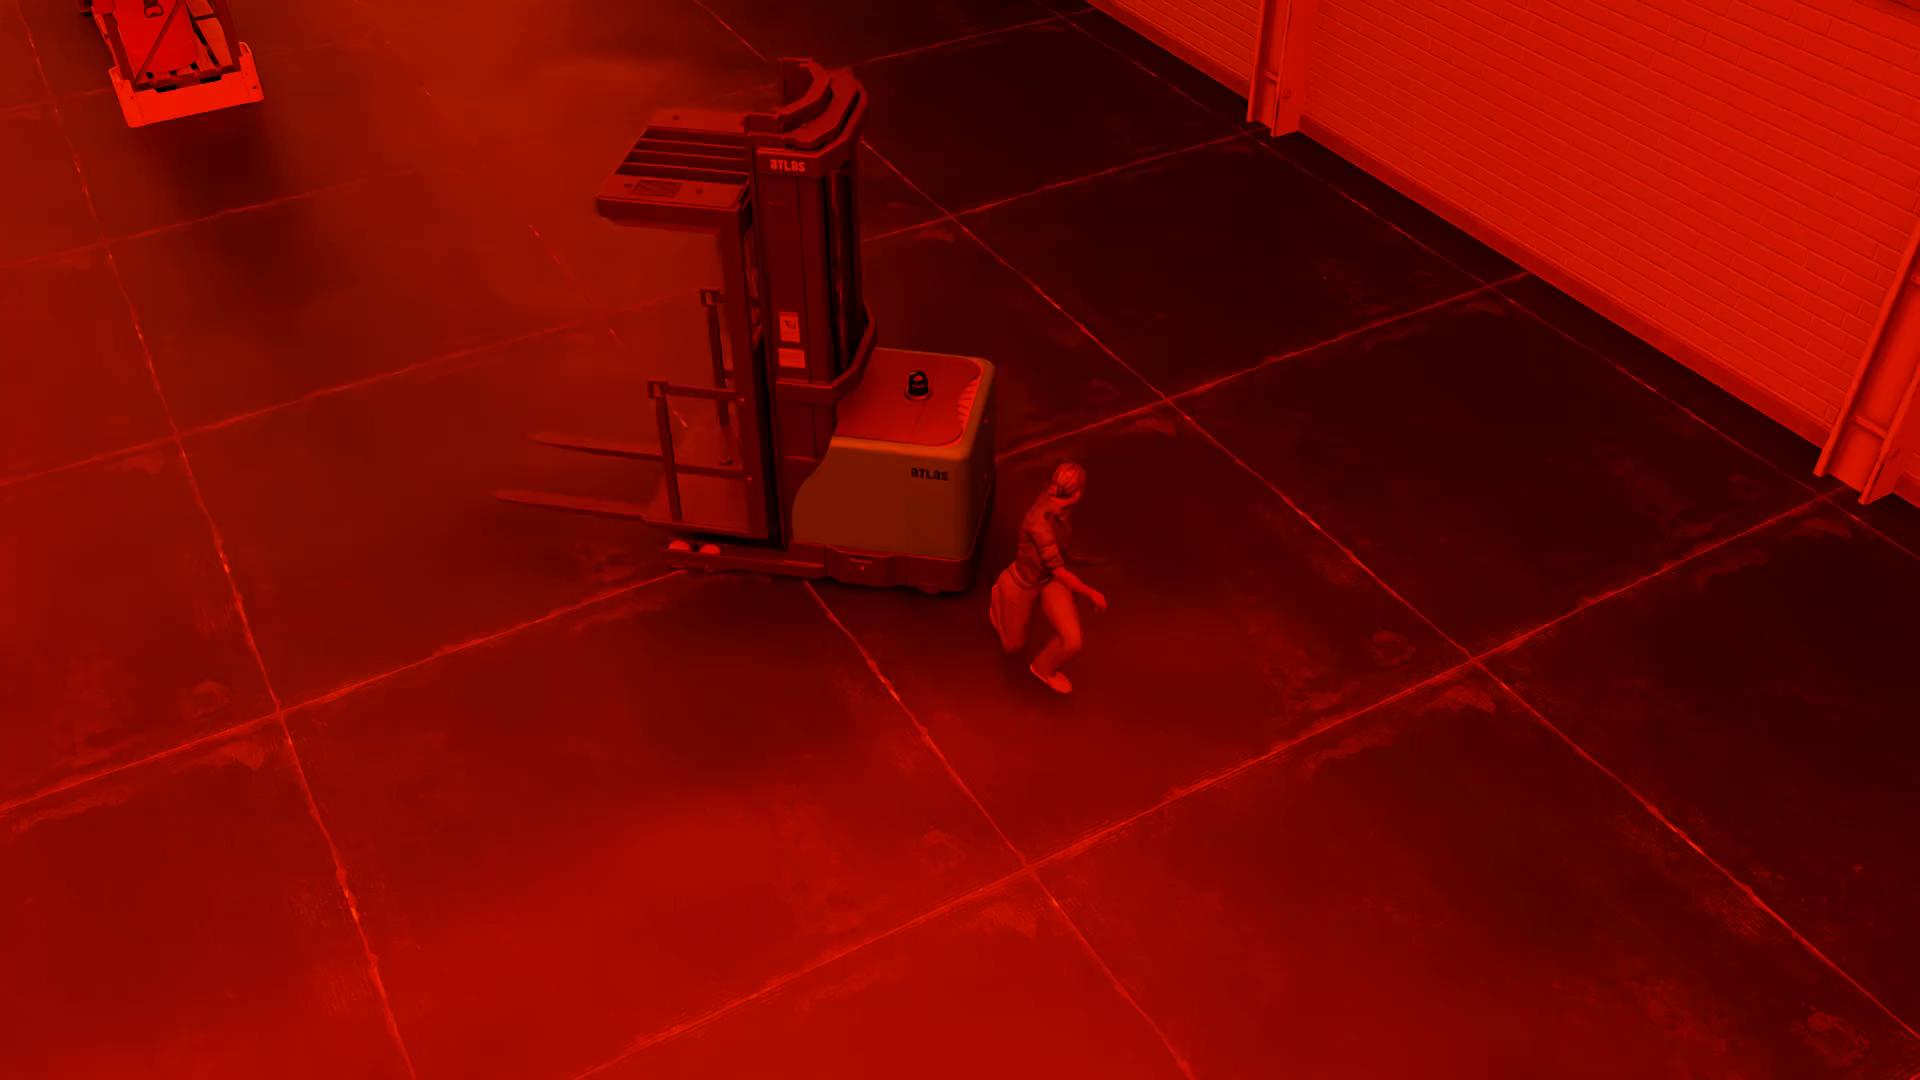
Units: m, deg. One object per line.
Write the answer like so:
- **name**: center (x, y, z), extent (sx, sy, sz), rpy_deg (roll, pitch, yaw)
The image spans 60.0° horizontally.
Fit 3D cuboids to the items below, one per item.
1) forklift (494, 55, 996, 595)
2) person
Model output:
- **forklift**: center (-1.339, -1.259, 9.554), extent (3.031, 2.935, 1.130), rpy_deg (7, 40, 8)
- **person**: center (0.464, 0.157, 9.065), extent (0.582, 1.434, 0.848), rpy_deg (-28, 47, -30)
